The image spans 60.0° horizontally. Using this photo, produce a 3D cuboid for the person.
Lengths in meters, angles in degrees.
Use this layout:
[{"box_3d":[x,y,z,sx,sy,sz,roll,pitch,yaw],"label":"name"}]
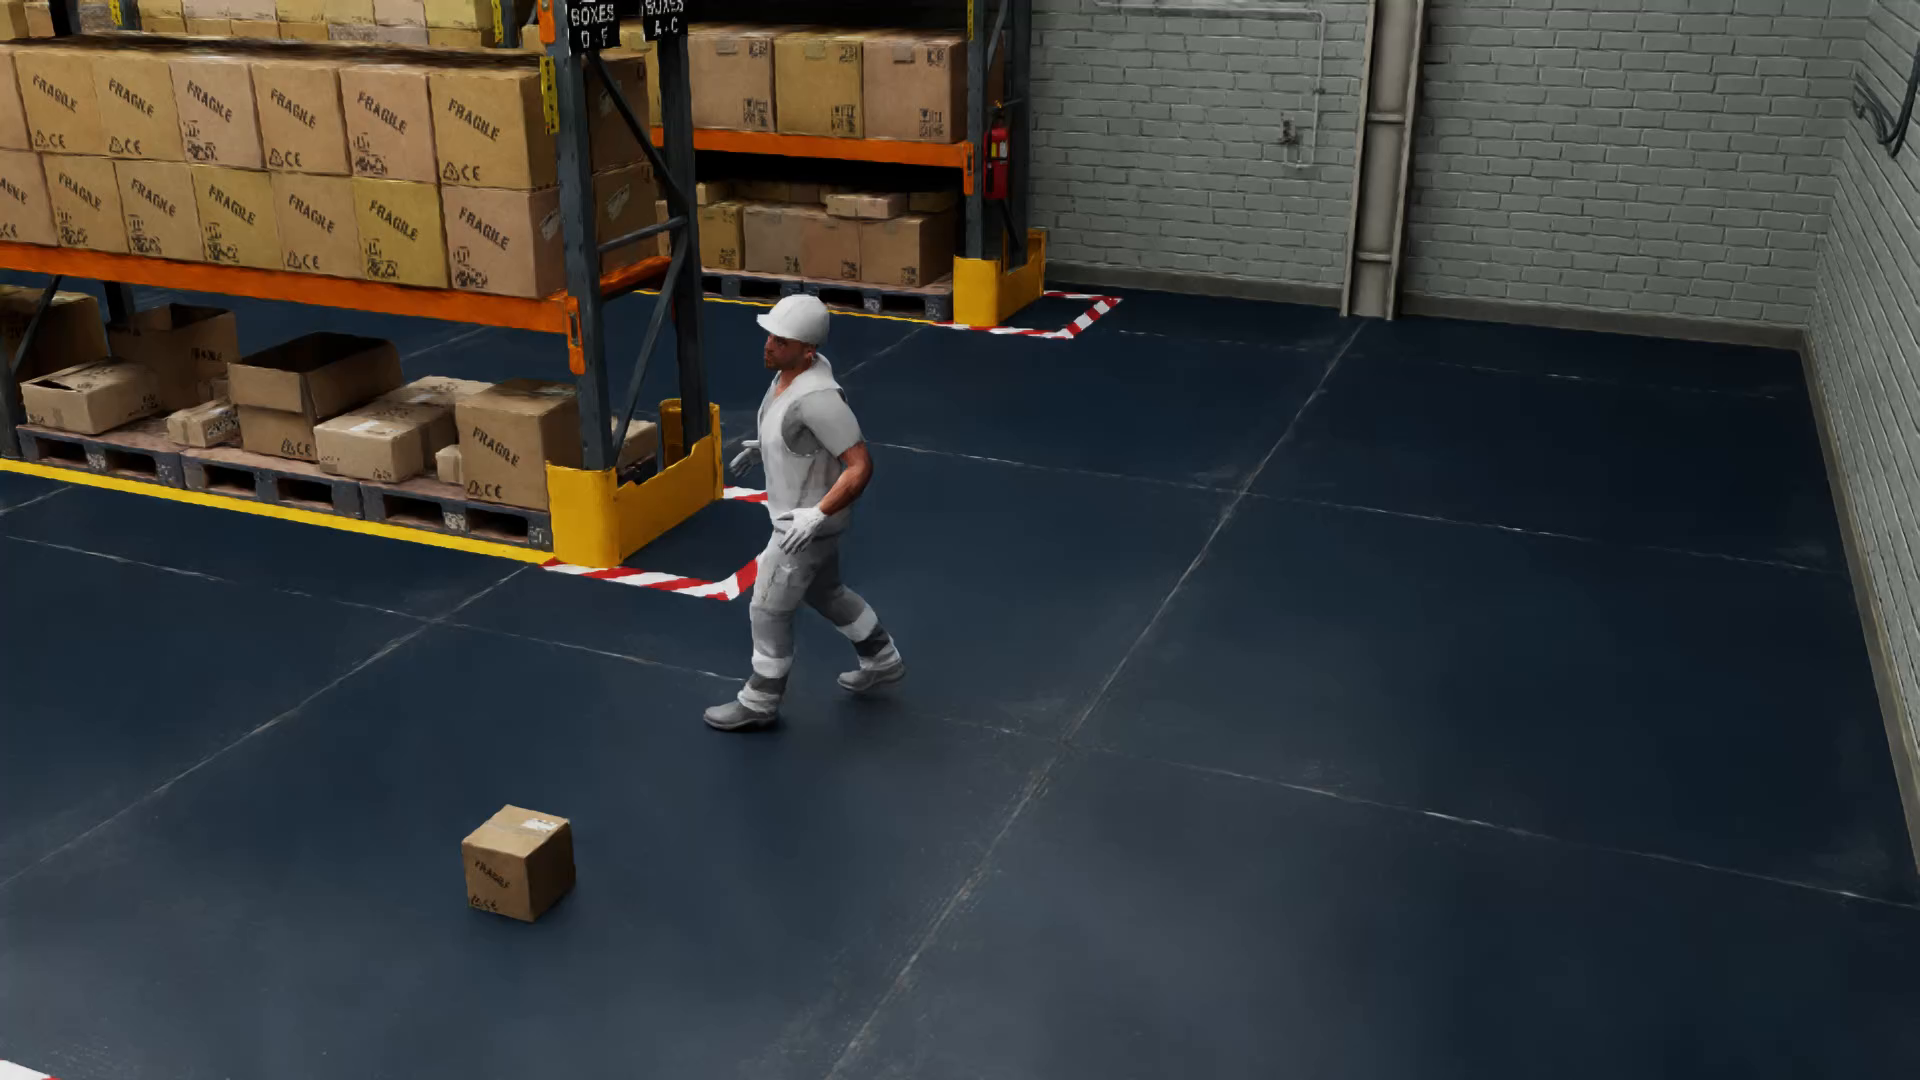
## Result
[{"box_3d":[-0.586,-0.067,6.195,0.822,1.776,0.719,-4,22,-9],"label":"person"}]
